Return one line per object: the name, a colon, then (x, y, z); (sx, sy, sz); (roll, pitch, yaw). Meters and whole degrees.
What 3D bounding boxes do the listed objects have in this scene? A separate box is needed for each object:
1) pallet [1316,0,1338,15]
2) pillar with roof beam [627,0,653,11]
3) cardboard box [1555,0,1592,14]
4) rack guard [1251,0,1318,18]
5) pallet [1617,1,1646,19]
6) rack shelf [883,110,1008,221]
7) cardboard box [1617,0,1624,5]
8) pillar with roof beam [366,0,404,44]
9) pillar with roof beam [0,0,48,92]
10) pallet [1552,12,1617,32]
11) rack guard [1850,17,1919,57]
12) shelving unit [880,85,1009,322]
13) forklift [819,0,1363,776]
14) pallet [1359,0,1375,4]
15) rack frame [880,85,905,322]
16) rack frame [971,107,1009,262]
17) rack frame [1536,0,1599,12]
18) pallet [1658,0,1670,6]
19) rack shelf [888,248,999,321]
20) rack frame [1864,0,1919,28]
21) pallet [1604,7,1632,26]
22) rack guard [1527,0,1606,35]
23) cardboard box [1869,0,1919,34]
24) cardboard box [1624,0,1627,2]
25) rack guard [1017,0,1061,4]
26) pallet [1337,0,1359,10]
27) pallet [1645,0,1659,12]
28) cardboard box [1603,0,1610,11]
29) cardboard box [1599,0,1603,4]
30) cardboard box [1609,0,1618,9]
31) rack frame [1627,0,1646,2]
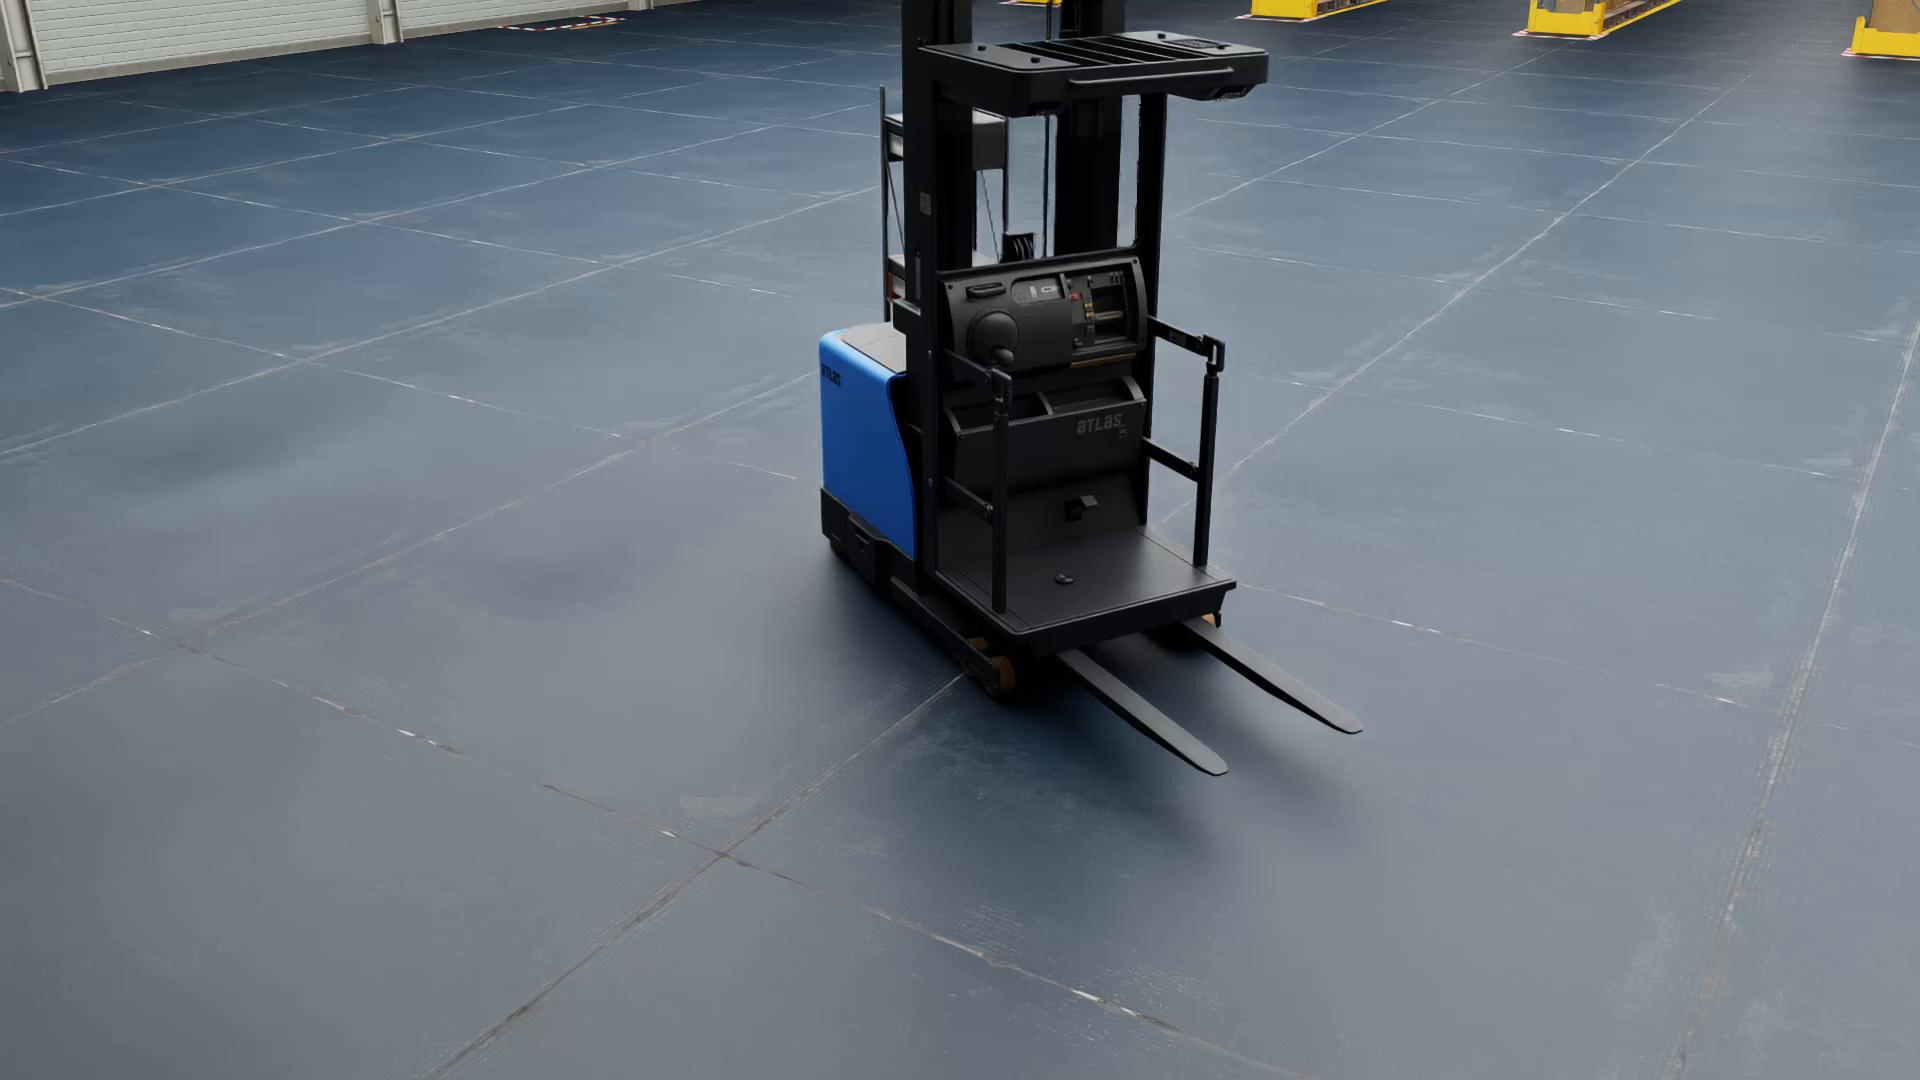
pallet: (6.346, -9.958, 30.986); (1.003, 0.211, 1.213); (14, 27, 29)
pillar with roof beam: (-2.377, -13.248, 27.526); (9.100, 9.000, 0.400); (14, 27, 29)
cardboard box: (10.464, -9.144, 28.214); (0.500, 0.500, 0.500); (20, 30, 38)
rack guard: (5.913, -9.817, 30.298); (1.175, 0.500, 0.348); (14, 27, 29)
pallet: (11.906, -9.727, 30.453); (1.003, 0.211, 1.213); (14, 27, 29)
rack shelf: (-0.077, -1.833, 8.114); (0.480, 0.518, 0.431); (-10, 25, -22)
cardboard box: (11.690, -9.965, 30.111); (0.500, 0.500, 0.500); (-18, 29, -36)
pillar with roof beam: (-5.542, -11.223, 22.848); (9.100, 9.000, 0.400); (14, 27, 29)
pillar with roof beam: (-8.707, -9.198, 18.170); (9.100, 9.000, 0.400); (14, 27, 29)
pallet: (10.619, -8.904, 28.551); (1.003, 0.211, 1.213); (14, 27, 29)
rack guard: (14.268, -7.662, 25.320); (1.175, 0.500, 0.348); (14, 27, 29)
shelving unit: (-0.077, -1.203, 8.387); (0.503, 2.100, 0.431); (-10, 25, -22)
forklift: (0.464, -0.913, 6.669); (1.130, 2.935, 3.031); (-12, 26, -26)
pallet: (7.633, -10.781, 32.888); (1.003, 0.211, 1.213); (14, 27, 29)
rack frame: (-0.299, -1.163, 8.294); (0.015, 2.100, 0.400); (-10, 25, -22)
rack frame: (0.145, -1.244, 8.480); (0.015, 2.100, 0.400); (-10, 25, -22)
rack frame: (10.121, -9.891, 27.322); (1.000, 3.000, 0.127); (14, 27, 29)
pallet: (13.283, -10.638, 32.557); (1.003, 0.211, 1.213); (14, 27, 29)
rack shelf: (-0.077, -1.191, 8.392); (0.480, 0.518, 0.431); (-10, 25, -22)
rack frame: (14.281, -8.817, 24.842); (1.000, 3.000, 0.127); (14, 27, 29)
pallet: (11.264, -9.314, 29.499); (1.003, 0.211, 1.213); (14, 27, 29)
rack guard: (10.161, -8.769, 27.877); (1.175, 0.500, 0.348); (14, 27, 29)
cardboard box: (14.583, -8.278, 25.741); (0.875, 0.875, 0.875); (14, 27, 29)
cardboard box: (11.986, -10.160, 30.561); (0.500, 0.500, 0.500); (13, 27, 27)
rack guard: (1.694, -10.813, 32.598); (1.175, 0.500, 0.348); (14, 27, 29)
pallet: (6.990, -10.368, 31.933); (1.003, 0.211, 1.213); (14, 27, 29)
pallet: (12.640, -10.224, 31.602); (1.003, 0.211, 1.213); (14, 27, 29)
cardboard box: (11.097, -9.560, 29.175); (0.500, 0.500, 0.500); (17, 29, 34)
cardboard box: (10.750, -9.353, 28.696); (0.500, 0.500, 0.500); (-20, 31, -39)
cardboard box: (11.429, -9.739, 29.589); (0.500, 0.500, 0.500); (11, 26, 24)
rack frame: (12.231, -11.241, 30.440); (1.000, 3.000, 0.127); (14, 27, 29)
